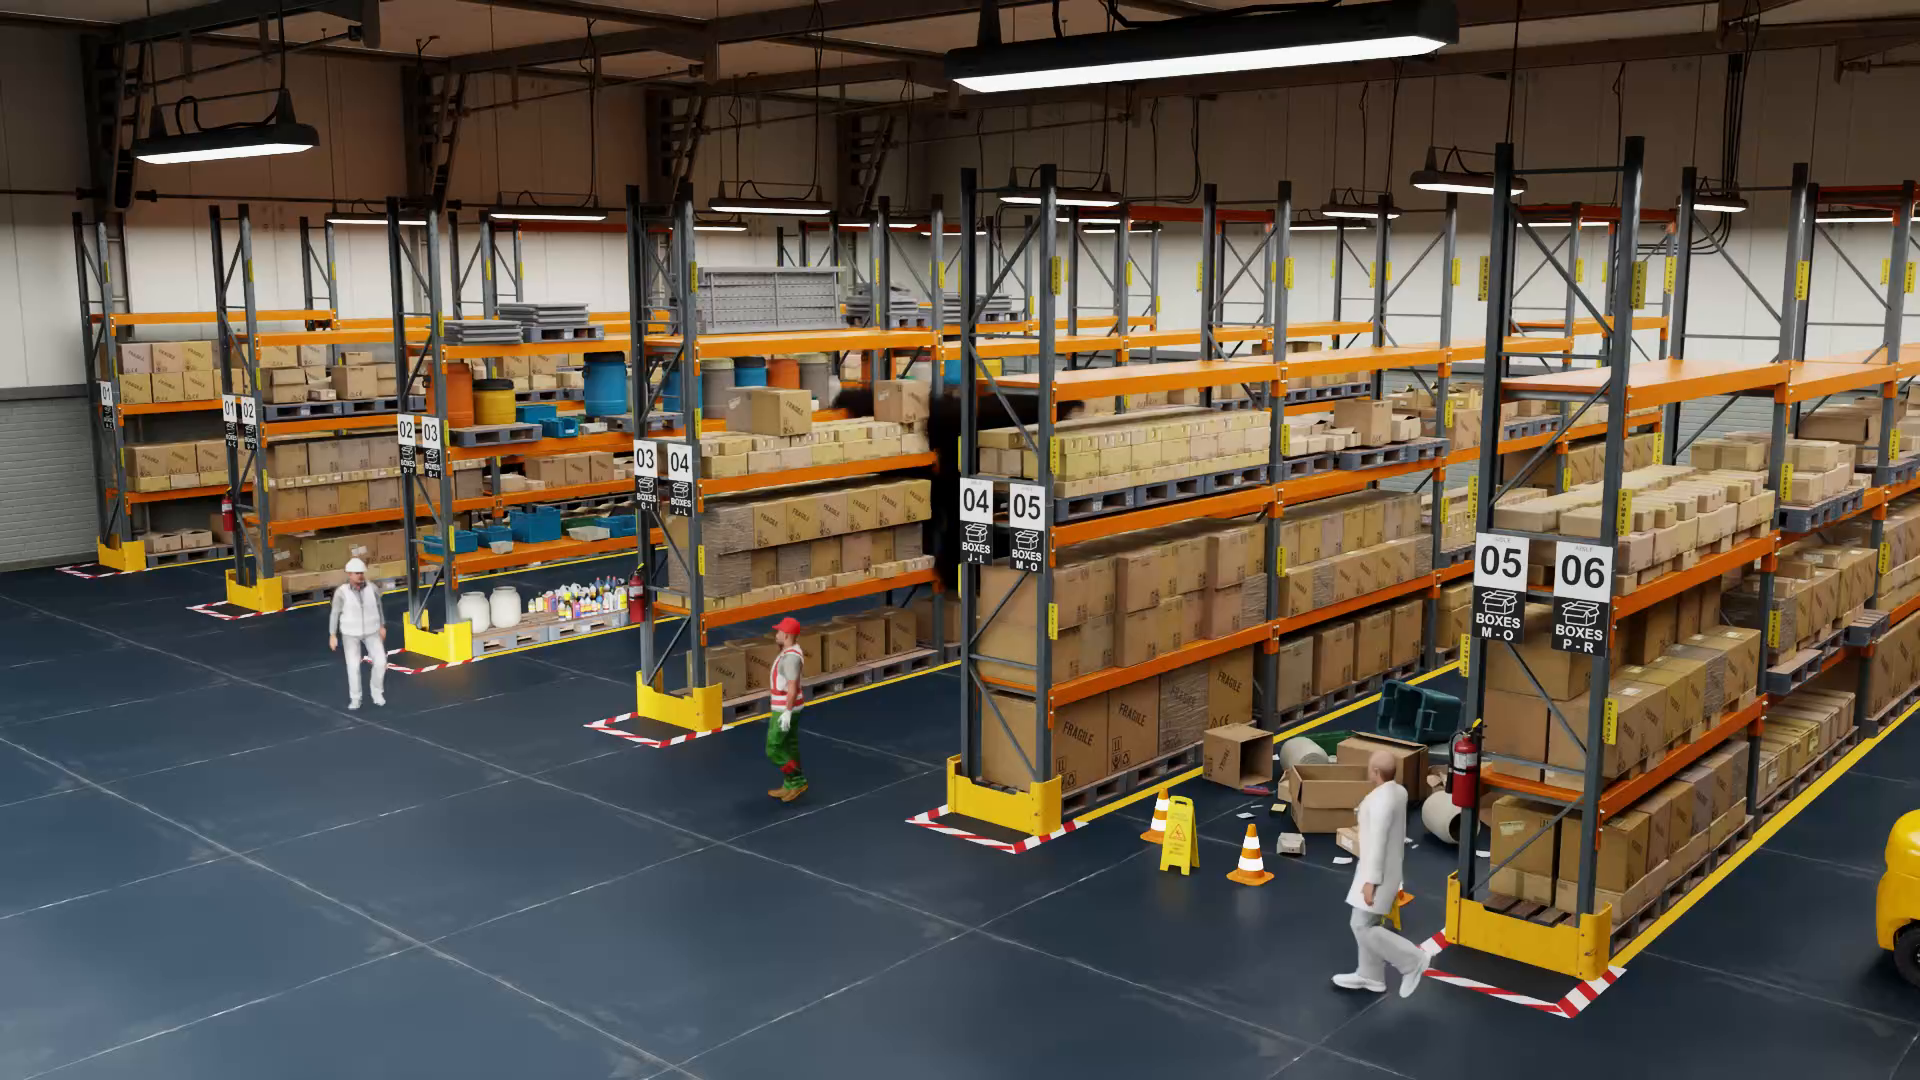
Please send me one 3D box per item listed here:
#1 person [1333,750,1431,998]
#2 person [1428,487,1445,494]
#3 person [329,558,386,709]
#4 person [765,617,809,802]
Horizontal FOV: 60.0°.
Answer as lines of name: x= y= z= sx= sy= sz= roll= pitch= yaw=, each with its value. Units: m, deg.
person: x=2.989 y=2.354 z=11.681 sx=0.657 sy=1.779 sz=0.566 roll=2 pitch=10 yaw=11
person: x=7.484 y=-0.006 z=26.063 sx=0.586 sy=1.717 sz=1.059 roll=8 pitch=12 yaw=39
person: x=-7.052 y=1.101 z=19.479 sx=0.661 sy=1.805 sz=0.411 roll=-6 pitch=11 yaw=-32
person: x=-1.668 y=1.633 z=16.028 sx=0.421 sy=1.795 sz=0.609 roll=0 pitch=9 yaw=-2
